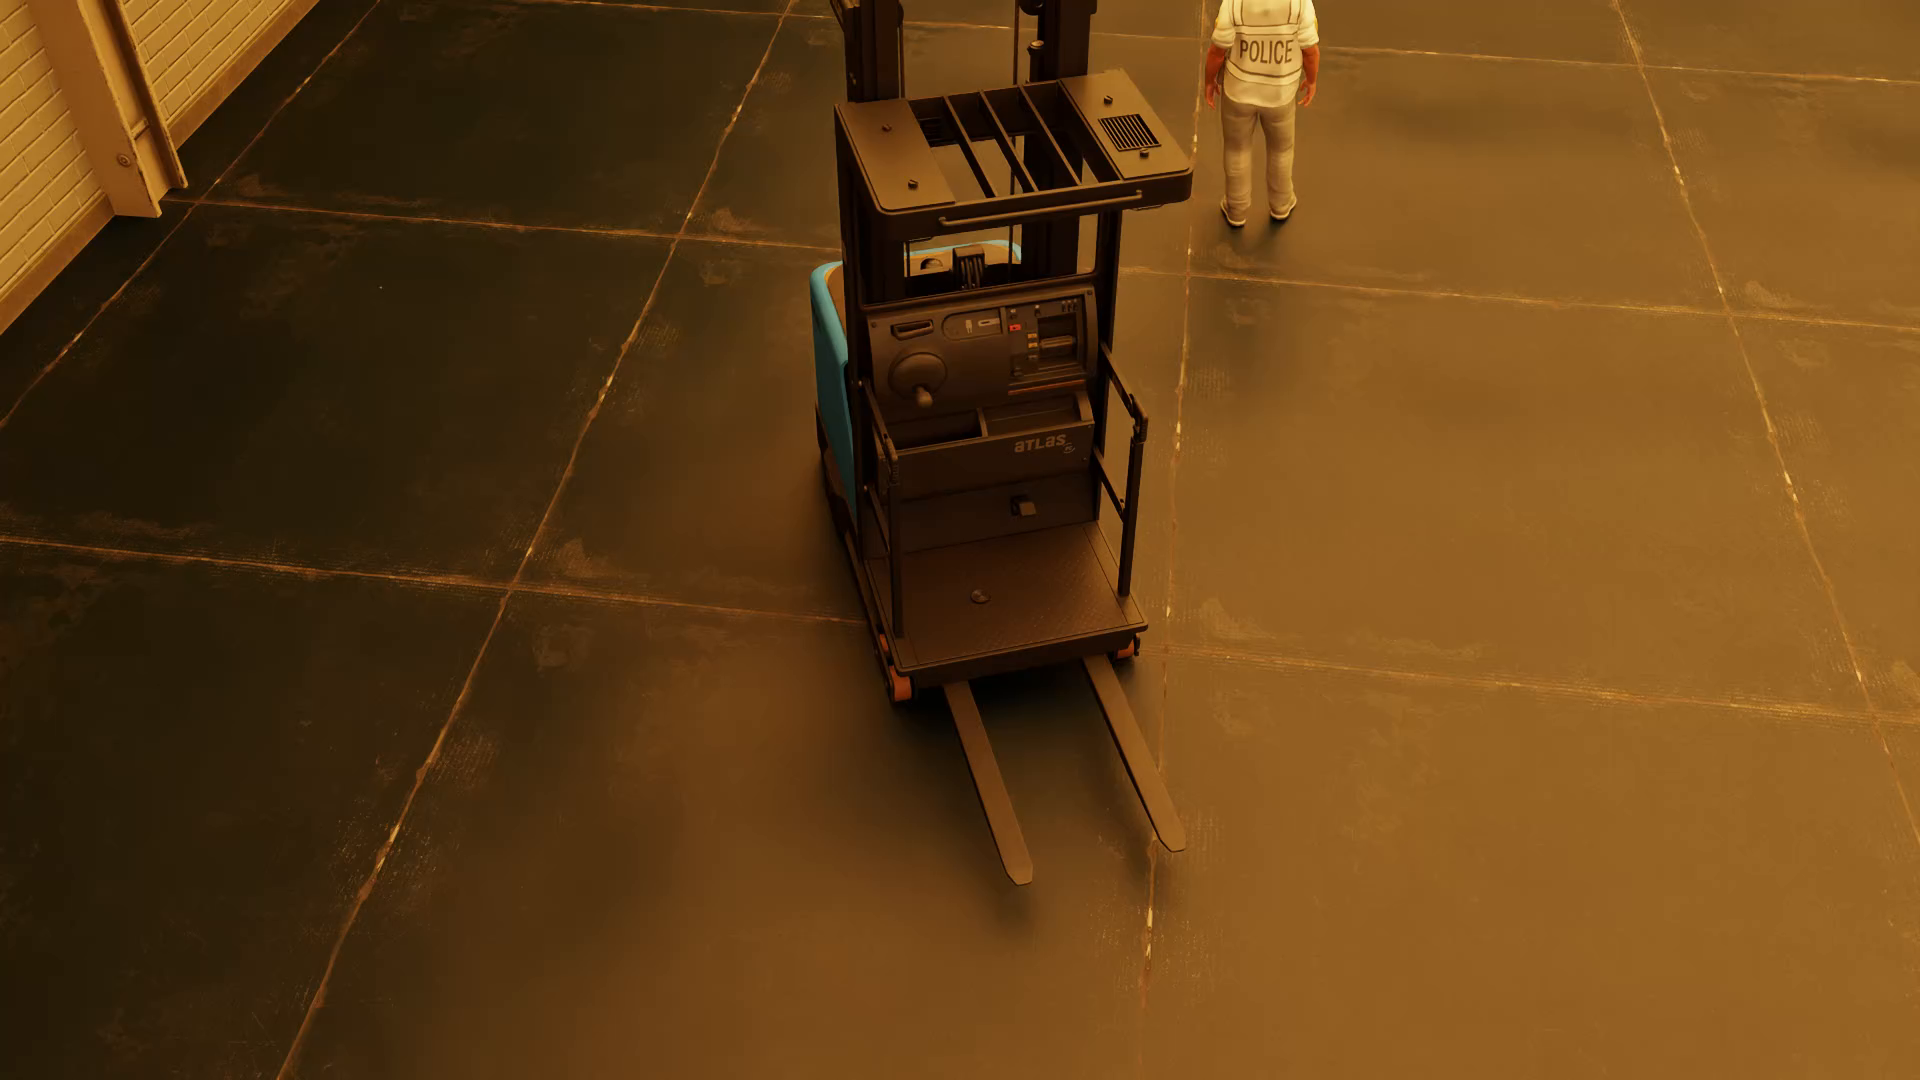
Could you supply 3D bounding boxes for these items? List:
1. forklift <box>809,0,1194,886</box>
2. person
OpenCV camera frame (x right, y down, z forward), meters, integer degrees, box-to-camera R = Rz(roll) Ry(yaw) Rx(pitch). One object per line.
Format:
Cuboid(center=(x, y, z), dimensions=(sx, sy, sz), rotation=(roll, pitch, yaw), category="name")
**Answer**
Cuboid(center=(0.153, -0.681, 6.465), dimensions=(1.130, 2.935, 3.031), rotation=(-10, 44, -11), category="forklift")
Cuboid(center=(1.700, -2.606, 9.400), dimensions=(0.640, 1.781, 0.576), rotation=(5, 43, 6), category="person")
